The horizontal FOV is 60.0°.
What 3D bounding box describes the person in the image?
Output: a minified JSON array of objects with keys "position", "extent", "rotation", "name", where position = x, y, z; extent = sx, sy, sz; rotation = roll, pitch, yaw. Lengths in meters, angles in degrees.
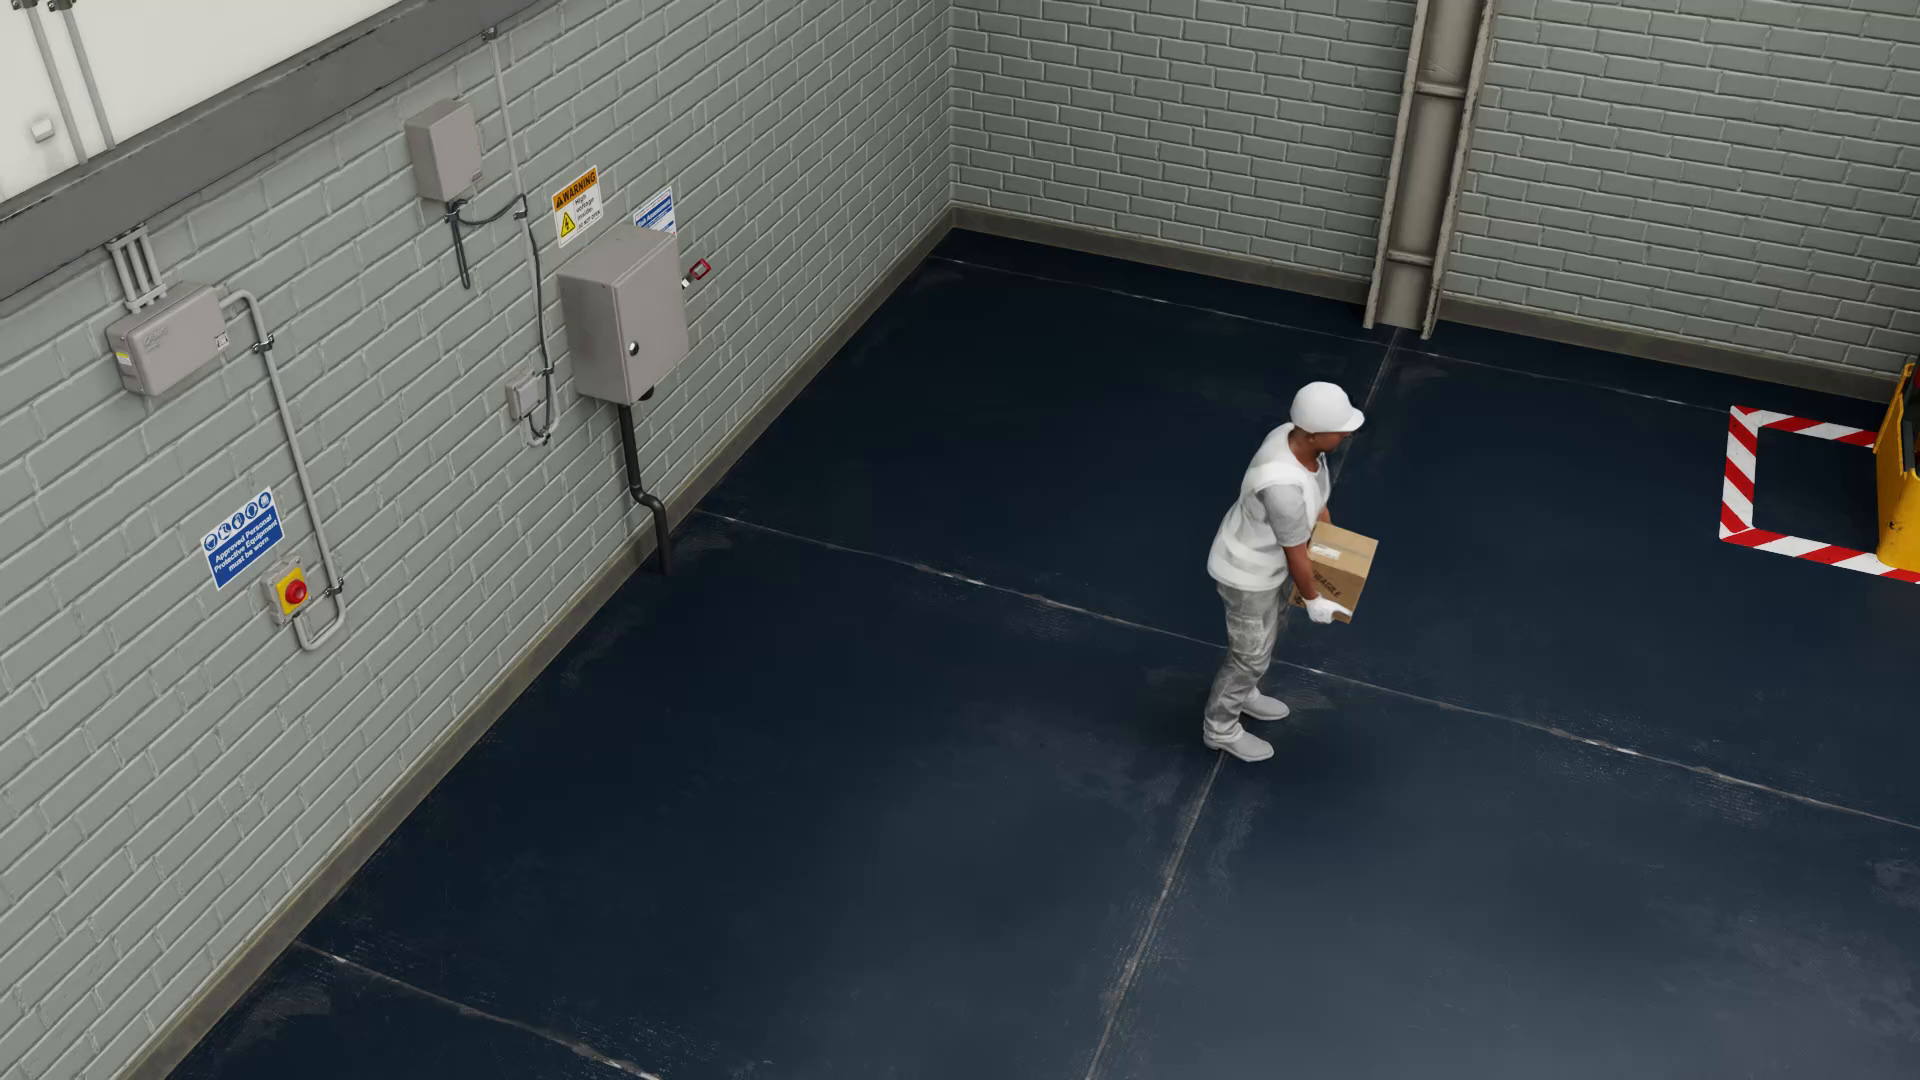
[{"position":[1.302,0.121,6.662],"extent":[0.605,1.761,0.487],"rotation":[13,39,17],"name":"person"}]
